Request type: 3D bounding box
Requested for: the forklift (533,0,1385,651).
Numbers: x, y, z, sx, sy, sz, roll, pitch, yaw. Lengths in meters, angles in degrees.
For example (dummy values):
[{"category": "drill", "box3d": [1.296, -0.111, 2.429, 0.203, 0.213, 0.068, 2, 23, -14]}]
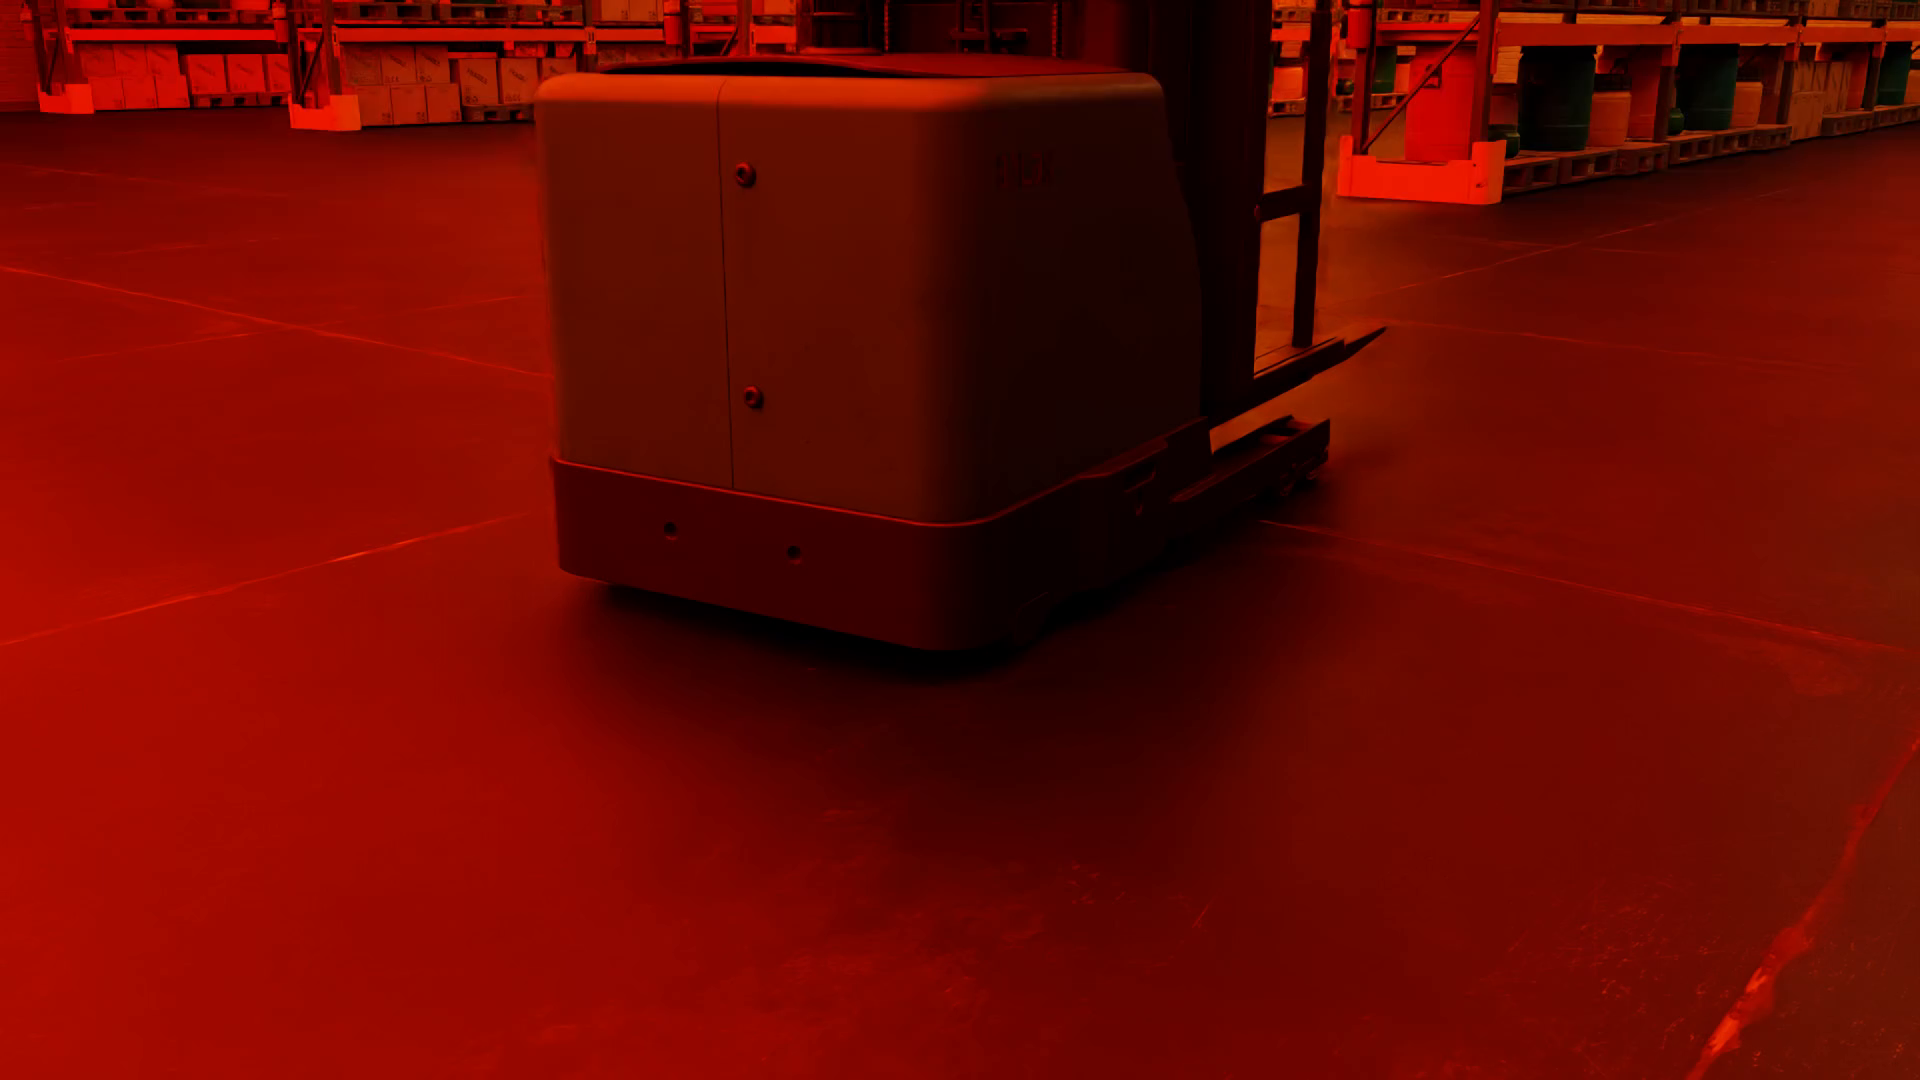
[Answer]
[{"category": "forklift", "box3d": [0.341, -1.574, 4.081, 1.130, 2.935, 3.031, 10, 20, 30]}]
